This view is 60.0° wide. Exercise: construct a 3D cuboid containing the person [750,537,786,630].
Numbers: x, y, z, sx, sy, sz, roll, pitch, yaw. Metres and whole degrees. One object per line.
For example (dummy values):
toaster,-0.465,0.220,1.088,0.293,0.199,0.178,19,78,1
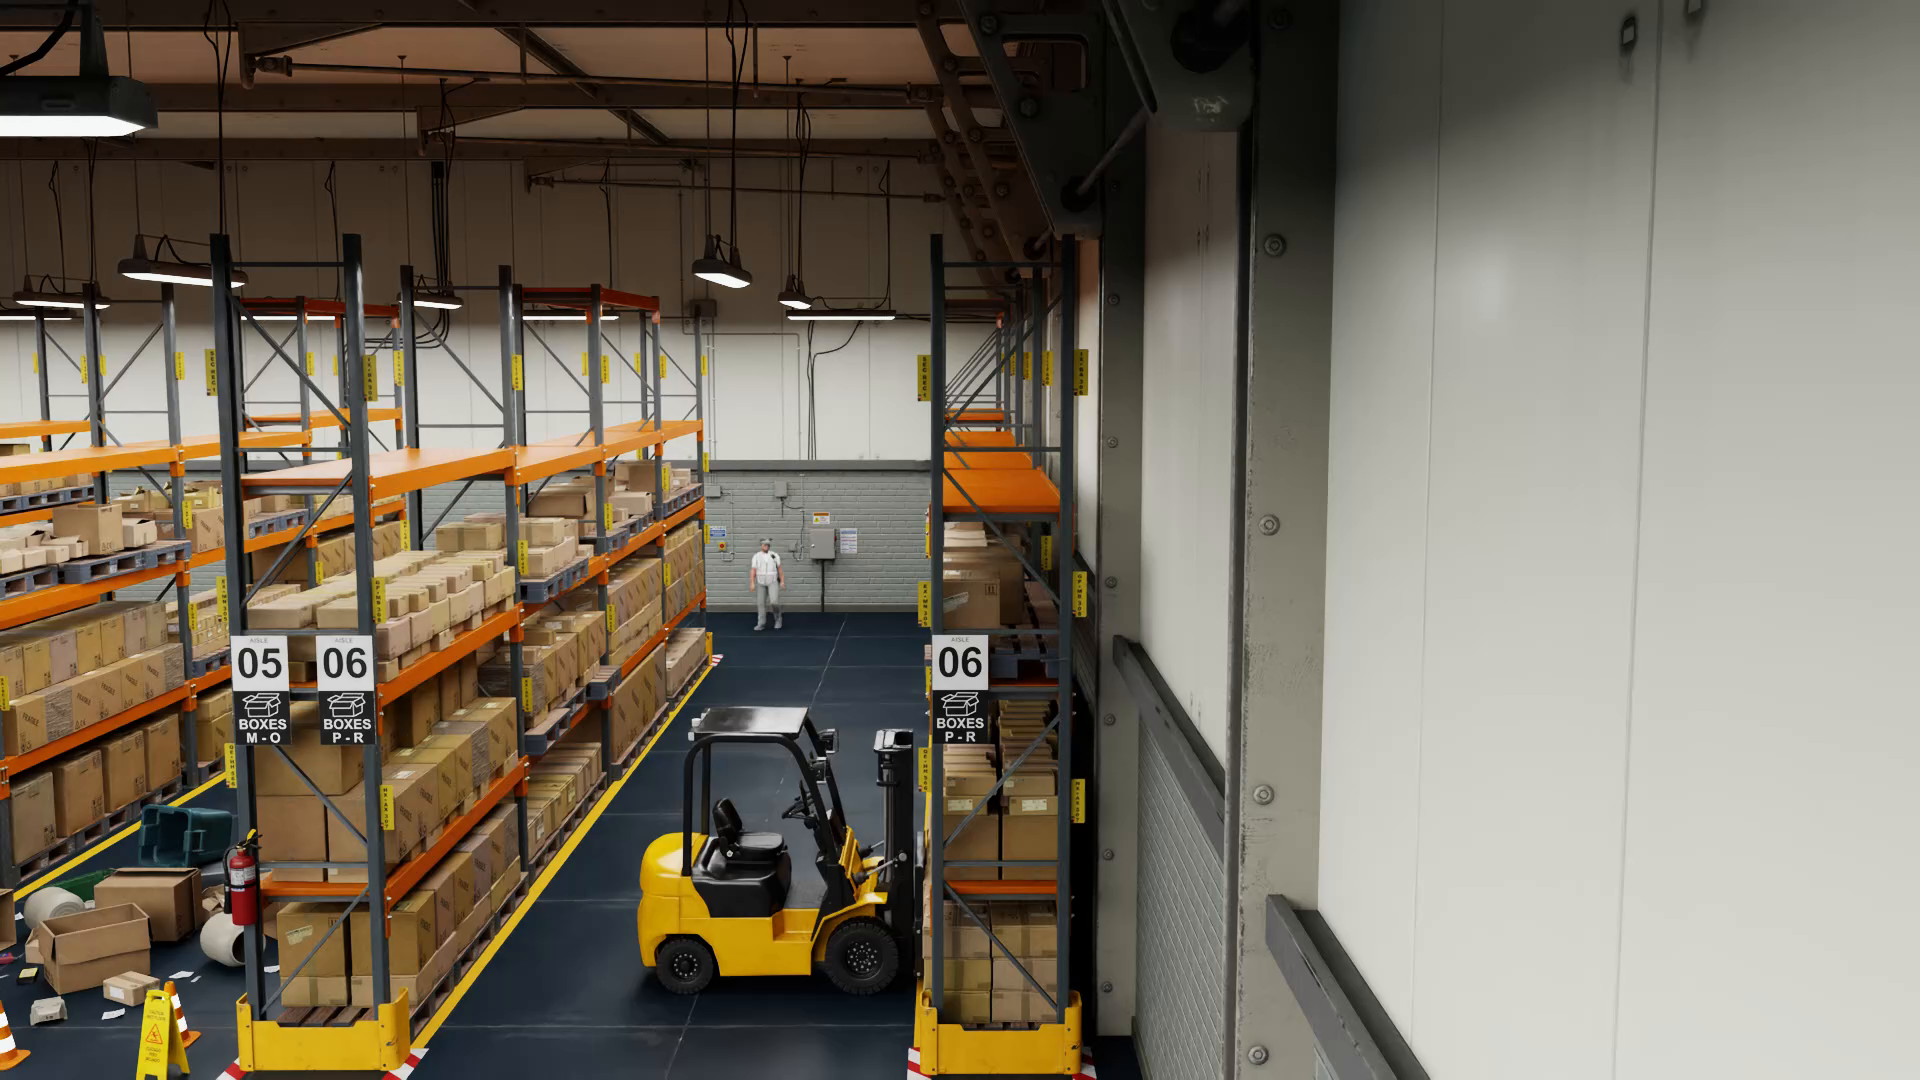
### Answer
person,-3.637,0.831,31.491,0.663,1.770,0.542,1,6,11
